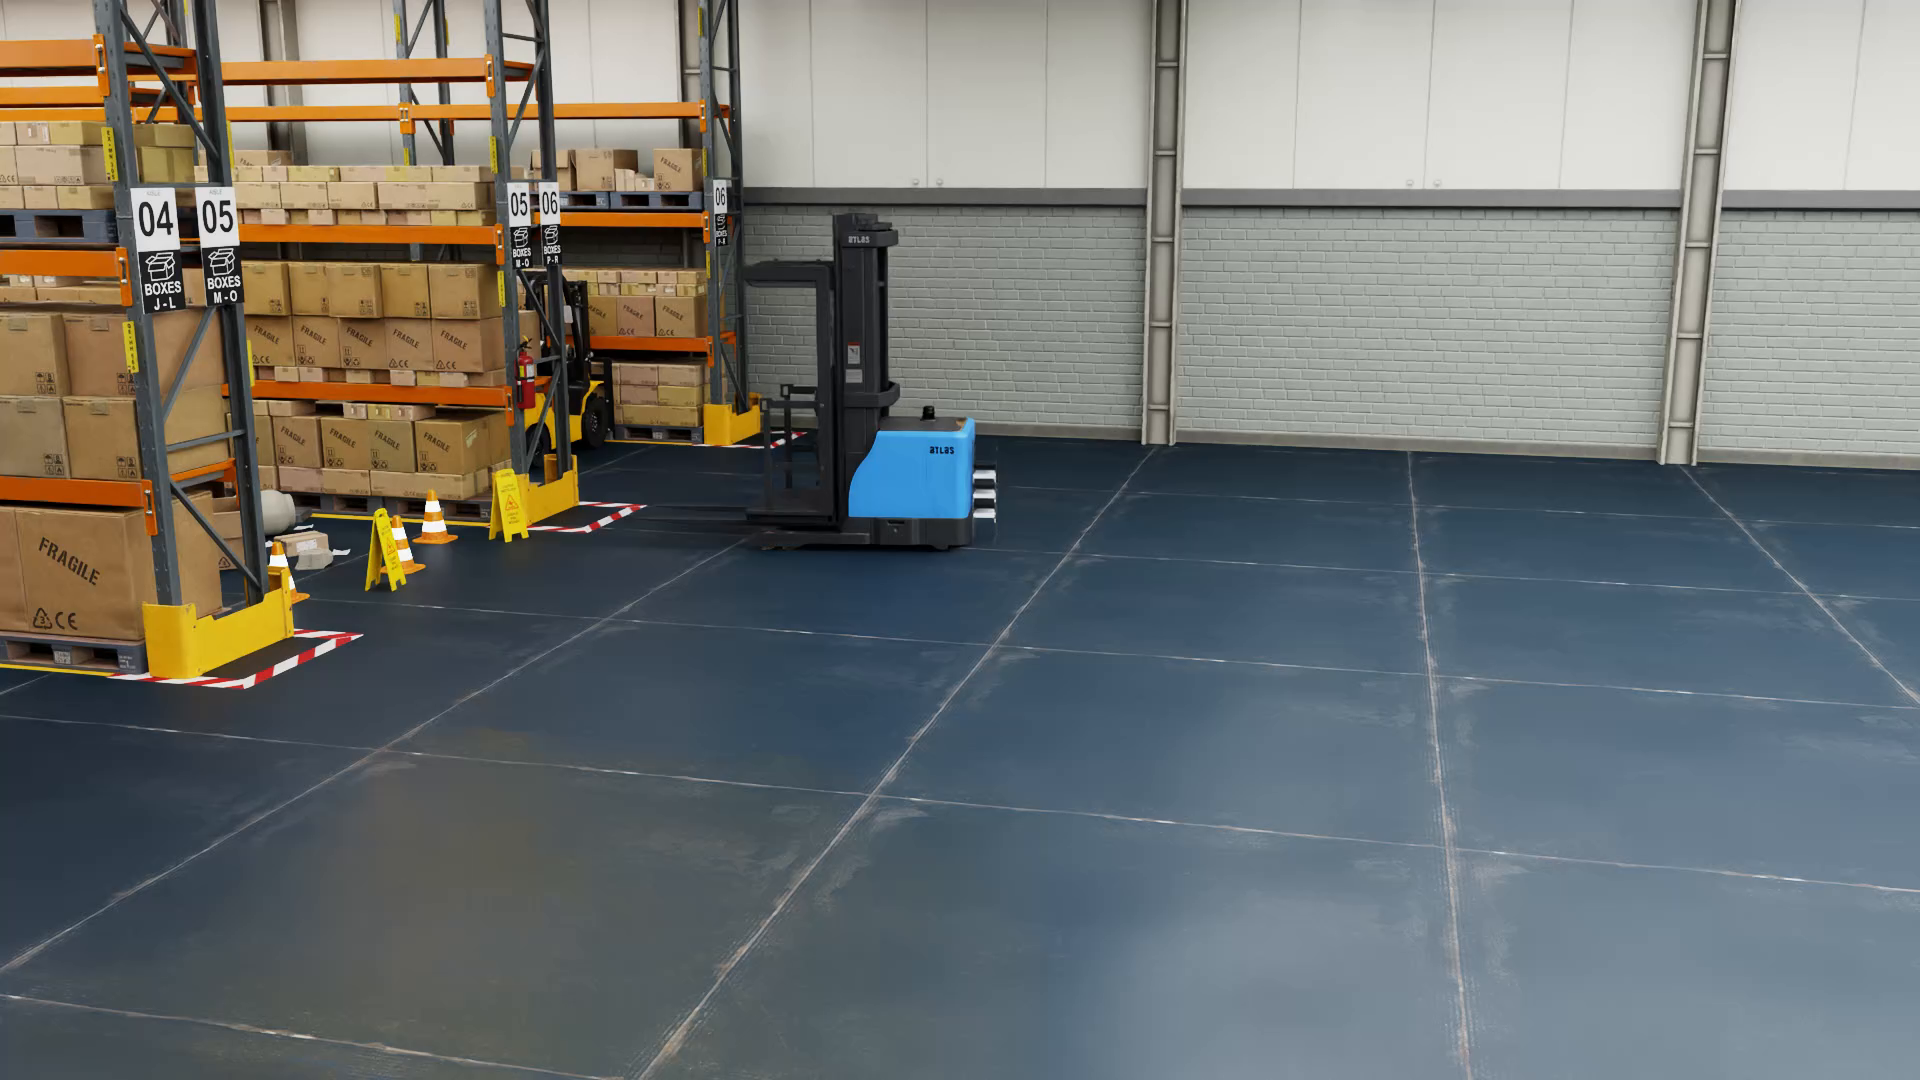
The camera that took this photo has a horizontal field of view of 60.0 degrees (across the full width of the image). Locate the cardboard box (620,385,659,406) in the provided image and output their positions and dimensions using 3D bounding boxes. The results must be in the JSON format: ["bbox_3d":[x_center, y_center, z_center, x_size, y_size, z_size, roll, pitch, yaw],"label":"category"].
[{"bbox_3d":[-3.926,-1.852,20.882,0.500,0.250,0.500,3,13,13],"label":"cardboard box"}]

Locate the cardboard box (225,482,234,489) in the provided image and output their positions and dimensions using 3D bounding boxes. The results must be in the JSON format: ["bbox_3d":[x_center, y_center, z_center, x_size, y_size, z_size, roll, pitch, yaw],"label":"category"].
[{"bbox_3d":[-7.455,-0.697,16.827,0.500,0.250,0.500,2,13,11],"label":"cardboard box"}]

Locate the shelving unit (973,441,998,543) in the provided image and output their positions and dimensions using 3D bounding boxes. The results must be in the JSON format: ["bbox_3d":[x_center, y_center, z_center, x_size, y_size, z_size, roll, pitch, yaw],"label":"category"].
[{"bbox_3d":[0.229,-0.437,15.128,0.210,0.900,0.258,1,13,5],"label":"shelving unit"}]

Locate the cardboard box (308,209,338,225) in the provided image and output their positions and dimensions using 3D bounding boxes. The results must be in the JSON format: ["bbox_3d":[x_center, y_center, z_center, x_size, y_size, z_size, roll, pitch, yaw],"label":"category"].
[{"bbox_3d":[-5.995,-3.086,15.870,0.250,0.149,0.380,3,13,13],"label":"cardboard box"}]

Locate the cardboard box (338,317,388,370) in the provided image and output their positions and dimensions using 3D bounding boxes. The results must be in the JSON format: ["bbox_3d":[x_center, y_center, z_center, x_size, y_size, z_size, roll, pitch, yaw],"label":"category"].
[{"bbox_3d":[-5.643,-1.932,16.097,0.500,0.500,0.500,3,13,13],"label":"cardboard box"}]

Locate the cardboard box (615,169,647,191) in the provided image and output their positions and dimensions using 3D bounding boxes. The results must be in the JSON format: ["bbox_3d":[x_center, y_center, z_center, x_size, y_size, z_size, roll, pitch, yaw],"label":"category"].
[{"bbox_3d":[-4.018,-4.403,20.337,0.258,0.266,0.396,3,13,14],"label":"cardboard box"}]

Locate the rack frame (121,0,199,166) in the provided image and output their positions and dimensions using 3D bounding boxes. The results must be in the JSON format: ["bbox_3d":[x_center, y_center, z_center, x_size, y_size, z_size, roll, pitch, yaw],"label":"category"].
[{"bbox_3d":[-7.964,-4.850,16.319,0.127,3.000,1.000,3,13,14],"label":"rack frame"}]

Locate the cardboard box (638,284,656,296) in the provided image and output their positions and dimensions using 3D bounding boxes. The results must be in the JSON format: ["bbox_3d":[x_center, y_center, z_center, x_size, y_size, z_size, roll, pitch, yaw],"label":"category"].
[{"bbox_3d":[-3.791,-3.116,20.623,0.250,0.149,0.380,3,13,15],"label":"cardboard box"}]

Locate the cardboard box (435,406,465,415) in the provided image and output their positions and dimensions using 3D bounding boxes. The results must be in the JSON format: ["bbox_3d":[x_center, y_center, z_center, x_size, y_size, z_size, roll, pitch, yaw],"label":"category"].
[{"bbox_3d":[-5.329,-1.070,16.778,0.500,0.500,0.500,3,13,11],"label":"cardboard box"}]

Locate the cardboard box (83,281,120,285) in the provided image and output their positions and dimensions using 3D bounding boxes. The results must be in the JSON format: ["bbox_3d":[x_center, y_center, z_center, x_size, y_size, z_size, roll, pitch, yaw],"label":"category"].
[{"bbox_3d":[-8.836,-2.431,17.378,0.500,0.500,0.500,3,13,14],"label":"cardboard box"}]

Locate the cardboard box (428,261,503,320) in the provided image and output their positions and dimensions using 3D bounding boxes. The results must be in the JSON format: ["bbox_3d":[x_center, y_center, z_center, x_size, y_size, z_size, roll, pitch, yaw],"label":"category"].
[{"bbox_3d":[-4.628,-2.377,15.794,0.500,0.500,0.700,3,13,12],"label":"cardboard box"}]

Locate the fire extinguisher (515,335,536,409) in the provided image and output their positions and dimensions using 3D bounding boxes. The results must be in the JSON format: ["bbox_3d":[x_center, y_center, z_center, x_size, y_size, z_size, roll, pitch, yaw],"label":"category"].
[{"bbox_3d":[-4.079,-1.573,15.578,0.183,0.674,0.296,3,13,14],"label":"fire extinguisher"}]

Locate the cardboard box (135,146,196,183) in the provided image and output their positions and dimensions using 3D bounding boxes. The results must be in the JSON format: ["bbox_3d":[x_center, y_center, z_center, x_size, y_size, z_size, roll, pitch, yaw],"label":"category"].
[{"bbox_3d":[-5.575,-2.537,11.276,0.500,0.250,0.500,3,13,13],"label":"cardboard box"}]

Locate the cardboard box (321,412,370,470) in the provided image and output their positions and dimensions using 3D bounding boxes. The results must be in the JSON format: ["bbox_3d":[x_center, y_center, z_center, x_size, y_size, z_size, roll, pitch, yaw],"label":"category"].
[{"bbox_3d":[-5.916,-0.983,16.388,0.500,0.500,0.500,3,13,12],"label":"cardboard box"}]

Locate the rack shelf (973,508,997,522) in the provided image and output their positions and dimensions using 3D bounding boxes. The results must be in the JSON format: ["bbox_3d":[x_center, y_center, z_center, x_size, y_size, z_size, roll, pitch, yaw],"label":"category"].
[{"bbox_3d":[0.229,-0.229,15.174,0.200,0.077,0.258,1,13,5],"label":"rack shelf"}]

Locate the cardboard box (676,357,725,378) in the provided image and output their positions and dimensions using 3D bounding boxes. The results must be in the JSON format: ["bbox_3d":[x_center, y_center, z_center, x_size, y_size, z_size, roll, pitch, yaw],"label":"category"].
[{"bbox_3d":[-3.316,-2.173,21.174,0.500,0.250,0.500,3,13,13],"label":"cardboard box"}]

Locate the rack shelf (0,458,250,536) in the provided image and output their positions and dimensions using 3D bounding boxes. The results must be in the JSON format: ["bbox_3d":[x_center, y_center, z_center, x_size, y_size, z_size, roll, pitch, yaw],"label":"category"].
[{"bbox_3d":[-7.110,-0.420,11.863,4.000,0.370,1.077,3,13,14],"label":"rack shelf"}]

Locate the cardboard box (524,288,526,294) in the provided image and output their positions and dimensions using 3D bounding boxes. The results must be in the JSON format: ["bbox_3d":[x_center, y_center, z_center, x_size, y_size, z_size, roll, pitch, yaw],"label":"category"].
[{"bbox_3d":[-5.296,-3.186,20.942,0.250,0.149,0.380,3,13,12],"label":"cardboard box"}]

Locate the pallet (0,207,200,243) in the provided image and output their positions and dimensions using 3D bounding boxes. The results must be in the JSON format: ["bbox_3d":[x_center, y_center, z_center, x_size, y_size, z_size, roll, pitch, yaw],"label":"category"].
[{"bbox_3d":[-5.891,-2.125,11.166,1.213,0.211,1.003,3,13,14],"label":"pallet"}]

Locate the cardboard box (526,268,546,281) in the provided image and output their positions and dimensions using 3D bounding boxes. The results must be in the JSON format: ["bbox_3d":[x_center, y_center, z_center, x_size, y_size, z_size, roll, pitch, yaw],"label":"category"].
[{"bbox_3d":[-5.270,-3.347,20.979,0.250,0.149,0.380,3,13,13],"label":"cardboard box"}]

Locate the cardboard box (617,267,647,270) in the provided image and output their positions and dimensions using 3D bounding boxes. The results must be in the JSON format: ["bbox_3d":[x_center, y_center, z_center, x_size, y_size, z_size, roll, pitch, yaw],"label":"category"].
[{"bbox_3d":[-4.174,-3.387,21.158,0.250,0.149,0.380,3,13,15],"label":"cardboard box"}]

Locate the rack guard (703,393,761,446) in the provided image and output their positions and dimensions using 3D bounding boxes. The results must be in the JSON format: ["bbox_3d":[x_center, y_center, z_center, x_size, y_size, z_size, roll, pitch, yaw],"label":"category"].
[{"bbox_3d":[-2.871,-1.536,21.004,0.348,0.500,1.175,3,13,14],"label":"rack guard"}]

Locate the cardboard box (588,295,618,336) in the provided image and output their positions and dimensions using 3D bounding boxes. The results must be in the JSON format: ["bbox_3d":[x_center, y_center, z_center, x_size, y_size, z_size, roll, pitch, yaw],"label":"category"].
[{"bbox_3d":[-4.434,-2.832,20.843,0.500,0.500,0.500,3,13,12],"label":"cardboard box"}]

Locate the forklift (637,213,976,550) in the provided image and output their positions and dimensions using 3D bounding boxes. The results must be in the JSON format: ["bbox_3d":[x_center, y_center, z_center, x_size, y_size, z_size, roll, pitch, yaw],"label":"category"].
[{"bbox_3d":[-1.394,-1.452,15.011,3.031,2.935,1.130,1,13,5],"label":"forklift"}]

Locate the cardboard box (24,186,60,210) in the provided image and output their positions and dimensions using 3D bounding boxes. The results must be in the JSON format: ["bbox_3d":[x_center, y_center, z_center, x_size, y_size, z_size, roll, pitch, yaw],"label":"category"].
[{"bbox_3d":[-5.816,-2.222,10.780,0.250,0.149,0.380,3,13,14],"label":"cardboard box"}]

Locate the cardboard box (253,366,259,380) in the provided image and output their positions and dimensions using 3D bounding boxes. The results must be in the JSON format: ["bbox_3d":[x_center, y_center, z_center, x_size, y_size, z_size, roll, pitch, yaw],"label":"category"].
[{"bbox_3d":[-6.980,-1.685,16.484,0.250,0.149,0.380,3,13,15],"label":"cardboard box"}]

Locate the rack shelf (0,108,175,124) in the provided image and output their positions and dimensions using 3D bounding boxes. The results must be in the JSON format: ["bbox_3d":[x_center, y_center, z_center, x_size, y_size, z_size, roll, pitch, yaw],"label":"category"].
[{"bbox_3d":[-12.603,-5.659,22.549,4.000,0.370,1.077,3,13,14],"label":"rack shelf"}]

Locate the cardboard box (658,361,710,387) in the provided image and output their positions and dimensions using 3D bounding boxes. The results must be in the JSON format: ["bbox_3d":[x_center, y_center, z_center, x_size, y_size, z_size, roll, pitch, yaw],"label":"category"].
[{"bbox_3d":[-3.416,-2.067,20.695,0.500,0.250,0.500,4,13,15],"label":"cardboard box"}]

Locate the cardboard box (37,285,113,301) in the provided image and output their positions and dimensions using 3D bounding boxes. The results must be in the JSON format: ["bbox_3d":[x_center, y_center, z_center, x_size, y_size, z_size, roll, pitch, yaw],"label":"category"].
[{"bbox_3d":[-8.949,-2.322,16.885,0.500,0.500,0.500,3,13,14],"label":"cardboard box"}]

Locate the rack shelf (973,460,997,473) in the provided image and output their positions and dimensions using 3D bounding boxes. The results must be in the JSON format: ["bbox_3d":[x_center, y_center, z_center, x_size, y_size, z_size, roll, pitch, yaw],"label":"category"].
[{"bbox_3d":[0.229,-0.668,15.077,0.200,0.077,0.258,1,13,5],"label":"rack shelf"}]

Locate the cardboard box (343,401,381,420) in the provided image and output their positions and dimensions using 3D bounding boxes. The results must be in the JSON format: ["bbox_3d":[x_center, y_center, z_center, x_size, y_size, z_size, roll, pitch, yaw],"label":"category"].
[{"bbox_3d":[-5.792,-1.279,16.221,0.250,0.149,0.380,4,13,16],"label":"cardboard box"}]

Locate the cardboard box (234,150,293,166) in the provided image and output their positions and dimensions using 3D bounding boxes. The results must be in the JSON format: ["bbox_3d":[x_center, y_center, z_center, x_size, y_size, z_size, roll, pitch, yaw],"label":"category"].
[{"bbox_3d":[-9.028,-4.798,21.579,0.500,0.500,0.500,3,13,15],"label":"cardboard box"}]

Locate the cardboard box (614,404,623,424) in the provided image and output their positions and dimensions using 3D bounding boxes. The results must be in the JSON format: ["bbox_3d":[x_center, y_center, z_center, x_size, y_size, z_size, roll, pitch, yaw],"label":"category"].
[{"bbox_3d":[-4.390,-1.634,21.052,0.500,0.250,0.500,3,13,14],"label":"cardboard box"}]

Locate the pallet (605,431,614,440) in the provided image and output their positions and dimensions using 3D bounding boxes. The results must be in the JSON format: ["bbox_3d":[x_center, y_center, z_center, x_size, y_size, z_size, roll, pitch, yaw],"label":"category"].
[{"bbox_3d":[-4.828,-1.491,21.467,1.213,0.211,1.003,3,13,14],"label":"pallet"}]

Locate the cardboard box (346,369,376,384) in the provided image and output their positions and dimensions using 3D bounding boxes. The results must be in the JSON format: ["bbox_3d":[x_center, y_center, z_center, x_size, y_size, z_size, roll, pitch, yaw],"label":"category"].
[{"bbox_3d":[-5.753,-1.617,16.178,0.250,0.149,0.380,3,13,13],"label":"cardboard box"}]

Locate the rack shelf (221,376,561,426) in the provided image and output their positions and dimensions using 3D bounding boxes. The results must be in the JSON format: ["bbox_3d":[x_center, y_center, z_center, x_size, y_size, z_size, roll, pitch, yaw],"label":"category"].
[{"bbox_3d":[-6.022,-1.466,16.579,4.000,0.370,1.077,3,13,14],"label":"rack shelf"}]

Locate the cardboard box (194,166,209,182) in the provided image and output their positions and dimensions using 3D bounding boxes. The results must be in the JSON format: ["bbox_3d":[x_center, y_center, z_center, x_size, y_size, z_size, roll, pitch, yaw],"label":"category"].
[{"bbox_3d":[-7.222,-3.544,16.098,0.250,0.149,0.380,3,13,12],"label":"cardboard box"}]

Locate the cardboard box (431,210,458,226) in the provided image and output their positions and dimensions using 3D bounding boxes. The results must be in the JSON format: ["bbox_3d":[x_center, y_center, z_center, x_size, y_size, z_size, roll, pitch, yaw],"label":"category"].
[{"bbox_3d":[-4.743,-3.021,15.581,0.250,0.149,0.380,3,13,14],"label":"cardboard box"}]

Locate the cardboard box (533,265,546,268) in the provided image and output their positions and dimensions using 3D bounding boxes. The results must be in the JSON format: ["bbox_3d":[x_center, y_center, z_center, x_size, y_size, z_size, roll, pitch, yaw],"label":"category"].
[{"bbox_3d":[-5.397,-3.473,21.546,0.250,0.149,0.380,3,13,13],"label":"cardboard box"}]

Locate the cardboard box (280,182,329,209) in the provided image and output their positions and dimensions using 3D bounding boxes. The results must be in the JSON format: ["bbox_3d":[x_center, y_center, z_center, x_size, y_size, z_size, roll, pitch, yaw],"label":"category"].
[{"bbox_3d":[-6.125,-3.298,15.908,0.500,0.250,0.500,3,13,14],"label":"cardboard box"}]

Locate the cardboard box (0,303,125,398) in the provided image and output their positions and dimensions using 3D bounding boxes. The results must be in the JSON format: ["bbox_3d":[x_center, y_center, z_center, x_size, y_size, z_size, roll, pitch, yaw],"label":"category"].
[{"bbox_3d":[-6.075,-1.305,11.349,0.550,0.550,0.875,3,13,14],"label":"cardboard box"}]

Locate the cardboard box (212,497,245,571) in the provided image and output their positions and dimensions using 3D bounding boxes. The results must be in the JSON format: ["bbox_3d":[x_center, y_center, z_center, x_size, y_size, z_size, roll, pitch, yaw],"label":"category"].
[{"bbox_3d":[-6.392,-0.054,14.314,0.637,0.503,0.797,-6,14,-25],"label":"cardboard box"}]

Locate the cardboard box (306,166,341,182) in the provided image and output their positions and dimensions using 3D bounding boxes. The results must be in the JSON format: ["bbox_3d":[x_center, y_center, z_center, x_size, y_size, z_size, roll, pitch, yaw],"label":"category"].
[{"bbox_3d":[-5.976,-3.473,15.775,0.250,0.149,0.380,3,13,15],"label":"cardboard box"}]

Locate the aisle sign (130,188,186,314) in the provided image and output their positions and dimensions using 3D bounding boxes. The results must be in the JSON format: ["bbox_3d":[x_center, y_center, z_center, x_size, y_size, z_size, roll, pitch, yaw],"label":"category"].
[{"bbox_3d":[-5.171,-1.870,10.735,0.004,0.787,0.394,3,13,14],"label":"aisle sign"}]

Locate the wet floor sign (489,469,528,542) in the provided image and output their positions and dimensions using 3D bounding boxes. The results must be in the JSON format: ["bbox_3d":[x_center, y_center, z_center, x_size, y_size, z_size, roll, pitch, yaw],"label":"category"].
[{"bbox_3d":[-4.152,-0.330,15.229,0.232,0.644,0.267,8,15,33],"label":"wet floor sign"}]

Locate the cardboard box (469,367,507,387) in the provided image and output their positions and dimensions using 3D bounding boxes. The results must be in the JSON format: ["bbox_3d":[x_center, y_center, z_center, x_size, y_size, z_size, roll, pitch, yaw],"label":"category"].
[{"bbox_3d":[-4.494,-1.566,15.945,0.250,0.149,0.380,4,13,15],"label":"cardboard box"}]

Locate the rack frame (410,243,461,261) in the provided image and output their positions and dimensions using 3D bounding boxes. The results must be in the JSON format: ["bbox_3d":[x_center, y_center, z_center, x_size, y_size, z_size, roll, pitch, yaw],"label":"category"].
[{"bbox_3d":[-6.778,-2.965,21.674,0.127,3.000,1.000,3,13,14],"label":"rack frame"}]

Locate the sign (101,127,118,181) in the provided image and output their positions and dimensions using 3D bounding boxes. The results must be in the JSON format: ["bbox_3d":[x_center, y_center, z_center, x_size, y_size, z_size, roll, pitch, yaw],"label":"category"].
[{"bbox_3d":[-5.311,-2.412,10.394,0.005,0.325,0.100,3,13,14],"label":"sign"}]

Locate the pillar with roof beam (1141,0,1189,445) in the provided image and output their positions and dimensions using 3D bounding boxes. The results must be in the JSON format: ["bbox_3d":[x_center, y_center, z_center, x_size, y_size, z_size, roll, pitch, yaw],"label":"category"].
[{"bbox_3d":[1.439,-4.696,15.622,0.400,9.000,9.100,3,13,14],"label":"pillar with roof beam"}]

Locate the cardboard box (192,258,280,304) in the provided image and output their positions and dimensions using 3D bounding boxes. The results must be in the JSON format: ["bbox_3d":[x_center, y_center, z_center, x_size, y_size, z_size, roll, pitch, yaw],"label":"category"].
[{"bbox_3d":[-7.098,-2.504,16.368,0.500,0.500,0.700,3,13,14],"label":"cardboard box"}]

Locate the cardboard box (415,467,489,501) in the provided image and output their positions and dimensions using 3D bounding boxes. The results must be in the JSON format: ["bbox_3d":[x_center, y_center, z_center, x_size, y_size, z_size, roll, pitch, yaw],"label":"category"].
[{"bbox_3d":[-4.953,-0.563,16.225,0.500,0.250,0.500,3,13,13],"label":"cardboard box"}]

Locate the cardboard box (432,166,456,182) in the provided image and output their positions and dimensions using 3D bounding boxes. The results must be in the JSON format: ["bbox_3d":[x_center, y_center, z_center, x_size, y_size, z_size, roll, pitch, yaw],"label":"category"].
[{"bbox_3d":[-4.720,-3.422,15.545,0.250,0.149,0.380,3,13,15],"label":"cardboard box"}]

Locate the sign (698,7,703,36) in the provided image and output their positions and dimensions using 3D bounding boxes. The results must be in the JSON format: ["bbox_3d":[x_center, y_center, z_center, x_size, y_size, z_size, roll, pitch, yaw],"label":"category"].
[{"bbox_3d":[-3.038,-6.068,19.468,0.005,0.325,0.100,3,13,14],"label":"sign"}]

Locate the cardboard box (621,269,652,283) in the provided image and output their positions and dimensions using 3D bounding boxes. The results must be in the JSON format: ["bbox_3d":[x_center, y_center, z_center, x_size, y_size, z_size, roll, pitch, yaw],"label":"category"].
[{"bbox_3d":[-4.024,-3.285,20.702,0.250,0.149,0.380,3,13,14],"label":"cardboard box"}]
